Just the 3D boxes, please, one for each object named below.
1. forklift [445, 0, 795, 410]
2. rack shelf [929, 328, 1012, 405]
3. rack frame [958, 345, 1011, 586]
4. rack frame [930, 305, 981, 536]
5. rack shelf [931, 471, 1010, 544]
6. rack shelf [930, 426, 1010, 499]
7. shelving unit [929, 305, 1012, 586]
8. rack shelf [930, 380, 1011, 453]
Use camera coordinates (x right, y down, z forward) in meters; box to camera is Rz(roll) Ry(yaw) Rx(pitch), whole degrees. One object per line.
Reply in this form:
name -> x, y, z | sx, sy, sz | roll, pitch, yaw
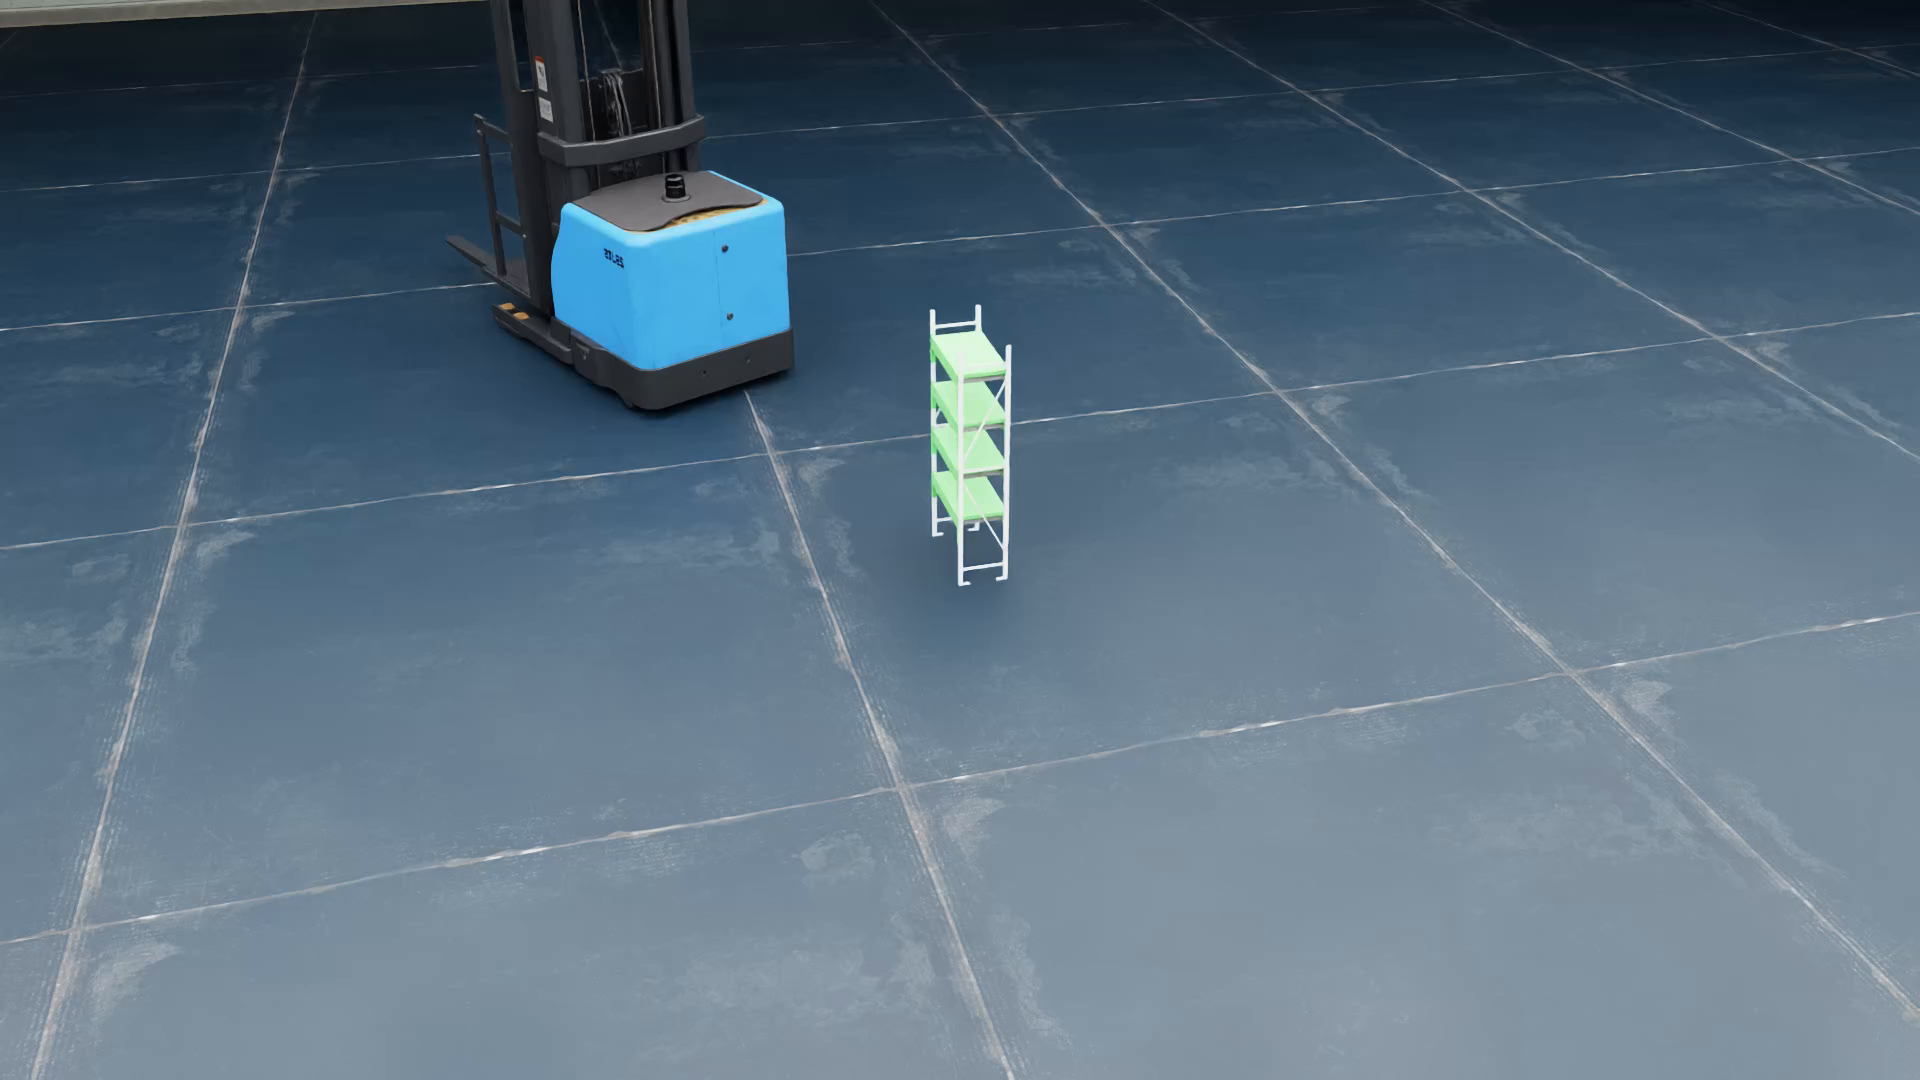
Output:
forklift -> -2.311, -2.671, 9.939 | 1.130, 2.935, 3.031 | -22, 37, -33
rack shelf -> 0.044, -0.799, 7.603 | 0.258, 0.148, 0.480 | -8, 31, -13
rack frame -> 0.109, -0.321, 7.608 | 0.240, 1.200, 0.015 | -8, 31, -13
rack frame -> -0.021, -0.557, 8.015 | 0.240, 1.200, 0.015 | -8, 31, -13
rack shelf -> 0.044, -0.176, 7.964 | 0.258, 0.148, 0.480 | -8, 31, -13
rack shelf -> 0.044, -0.384, 7.843 | 0.258, 0.148, 0.480 | -8, 31, -13
shelving unit -> 0.044, -0.439, 7.811 | 0.258, 1.200, 0.503 | -8, 31, -13
rack shelf -> 0.044, -0.592, 7.723 | 0.258, 0.148, 0.480 | -8, 31, -13
